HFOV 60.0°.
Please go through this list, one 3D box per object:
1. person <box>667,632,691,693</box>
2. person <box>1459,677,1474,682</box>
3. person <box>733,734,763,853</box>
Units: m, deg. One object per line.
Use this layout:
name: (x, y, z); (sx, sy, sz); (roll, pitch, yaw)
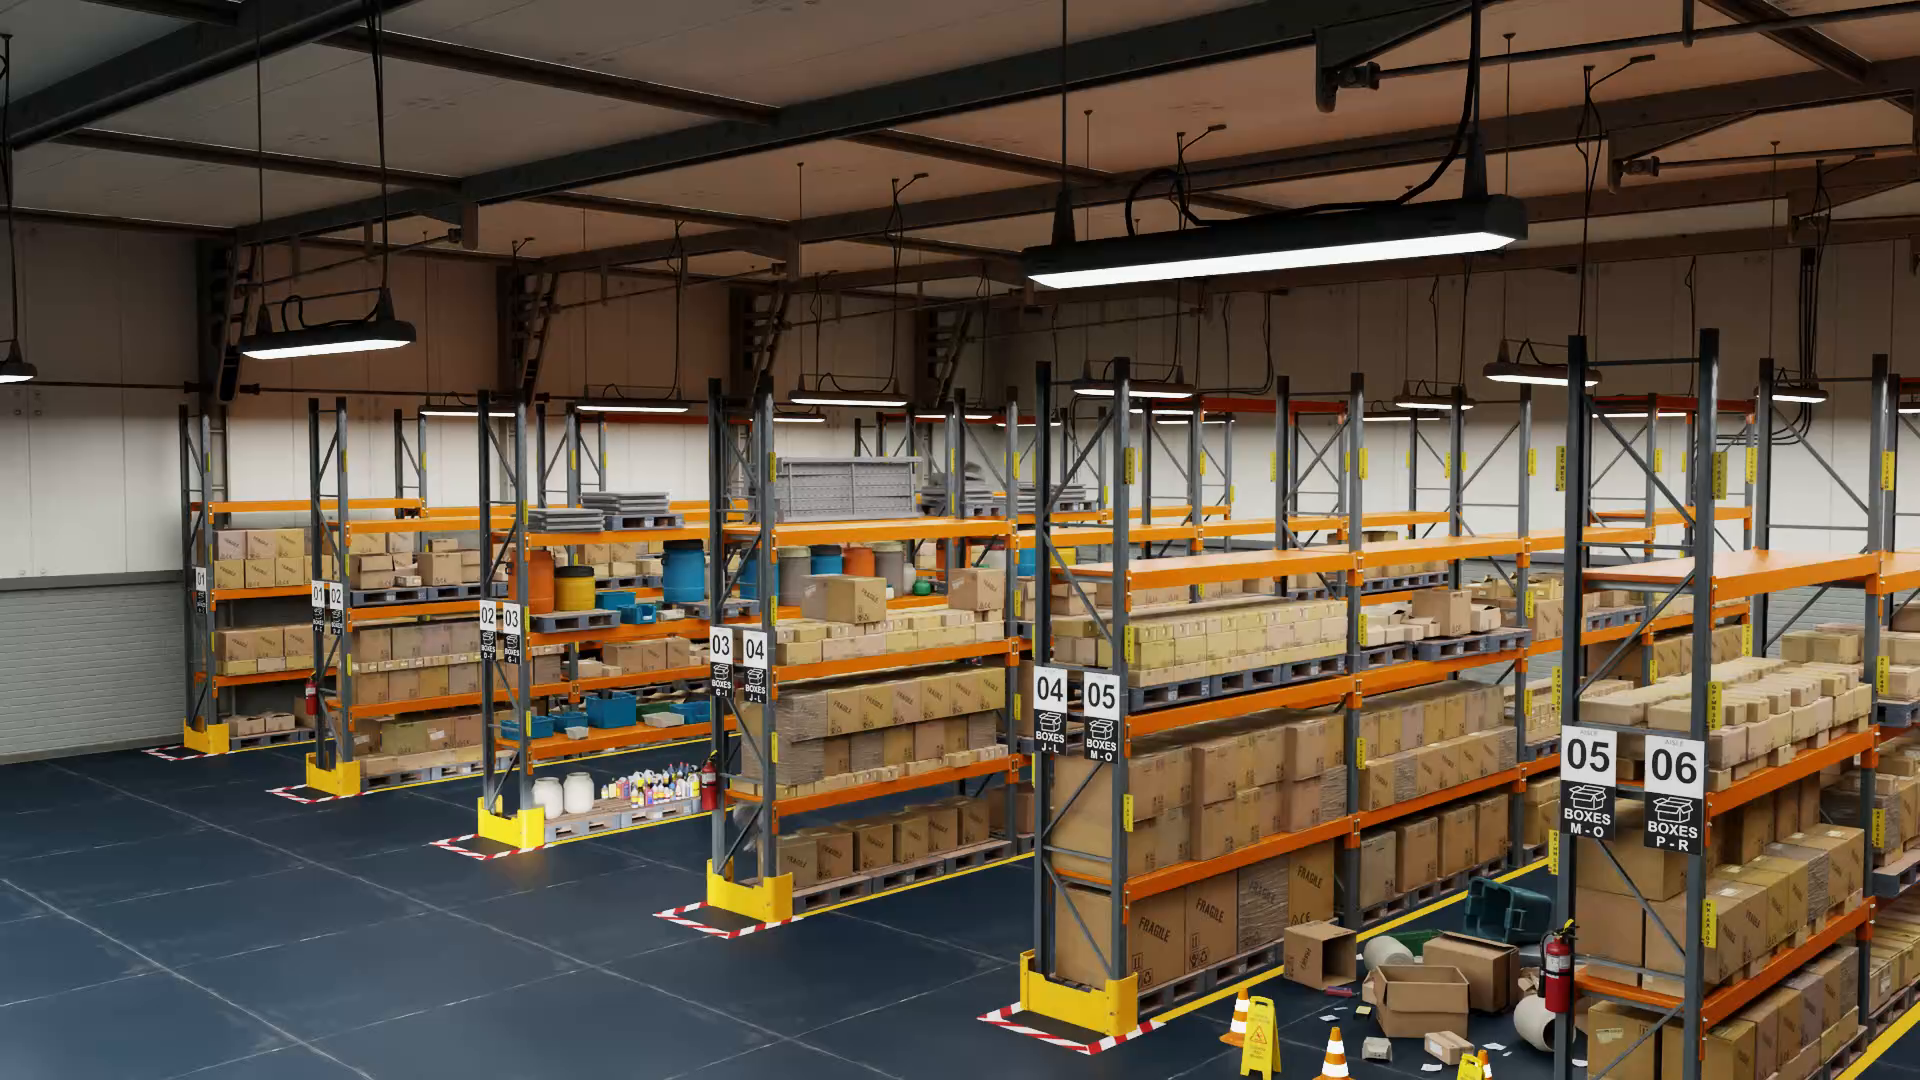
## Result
person: (-5.778, 2.559, 34.048); (0.581, 1.657, 0.955); (1, 3, 25)
person: (8.438, 2.975, 26.961); (1.047, 1.571, 0.662); (-2, 4, -39)
person: (-2.604, 3.177, 21.101); (0.617, 1.720, 0.826); (3, 4, 43)
